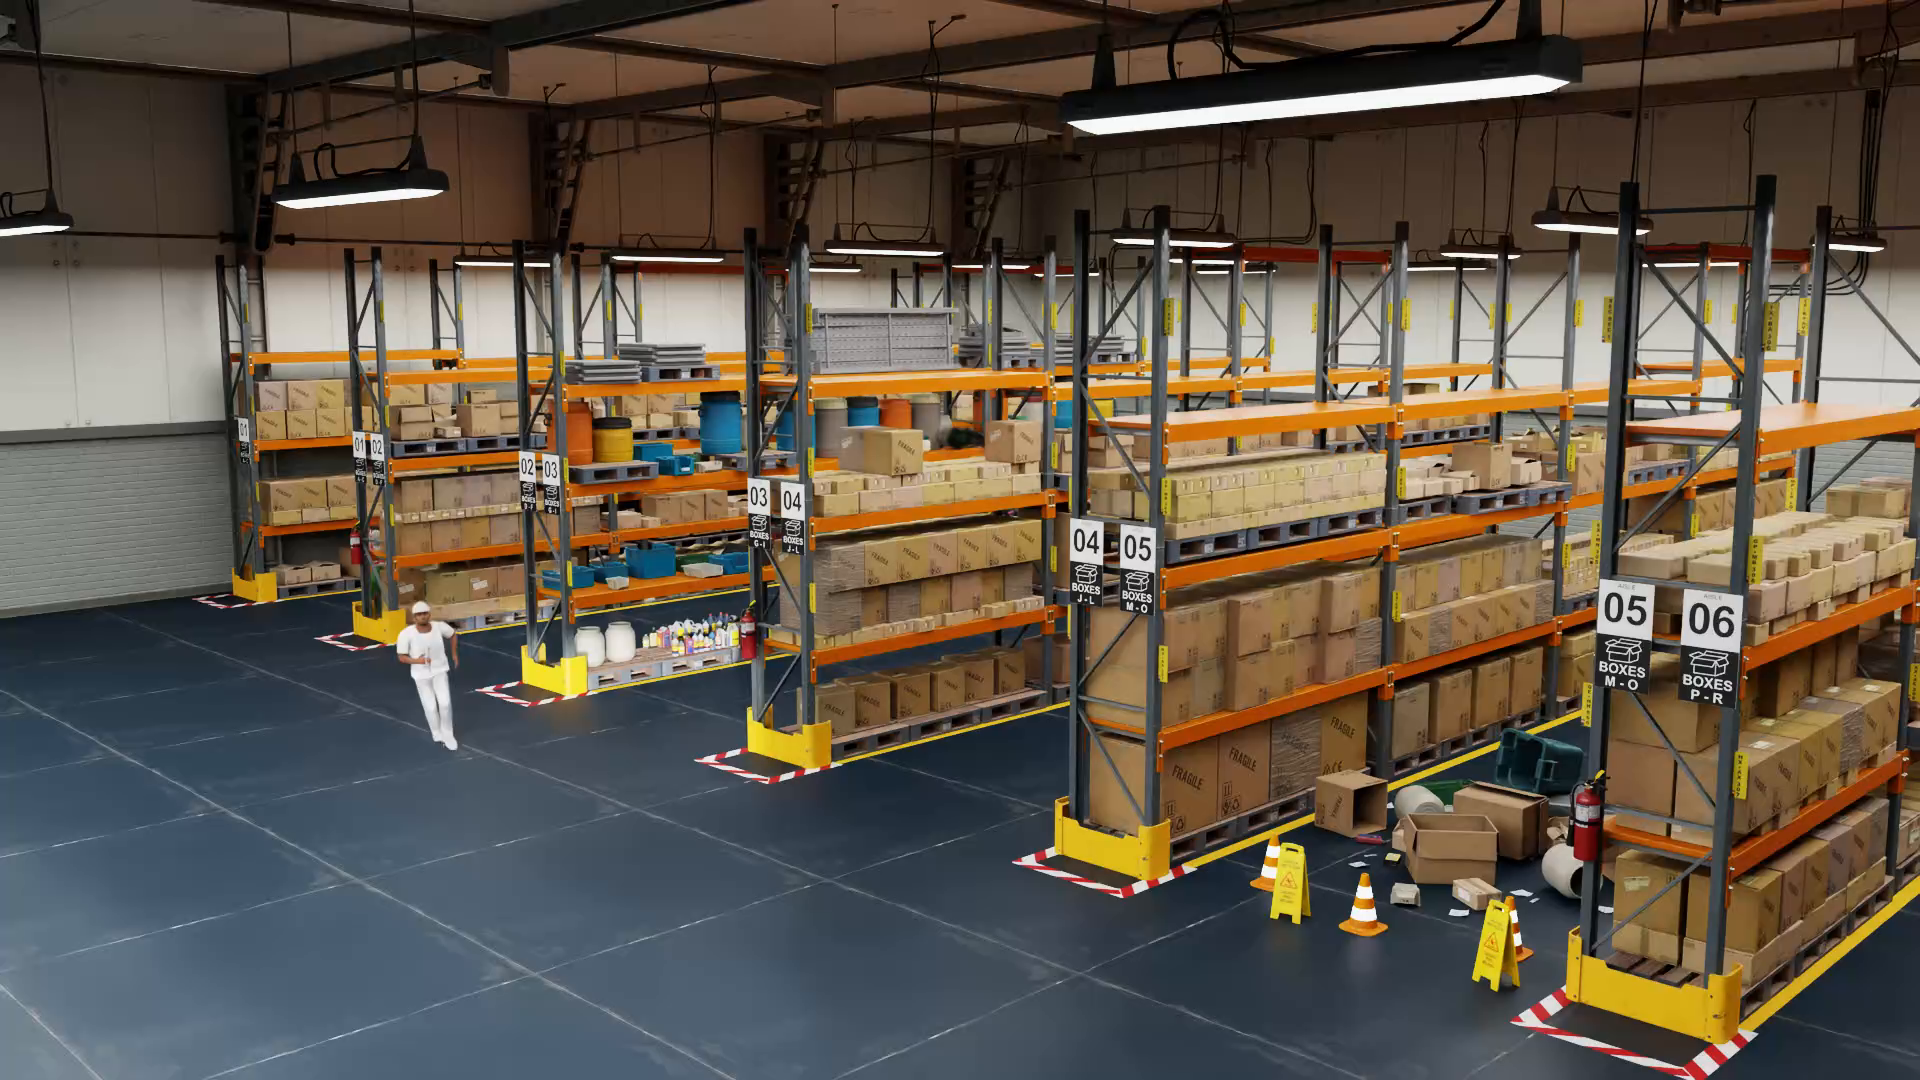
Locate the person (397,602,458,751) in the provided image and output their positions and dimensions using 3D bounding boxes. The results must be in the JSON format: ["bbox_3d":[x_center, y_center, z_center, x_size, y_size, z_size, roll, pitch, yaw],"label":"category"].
[{"bbox_3d":[-6.193,1.576,19.377,0.659,1.762,0.679,-2,8,-16],"label":"person"}]

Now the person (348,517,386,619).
[{"bbox_3d":[-9.650,0.442,27.392,0.691,1.747,0.948,5,9,29],"label":"person"}]
